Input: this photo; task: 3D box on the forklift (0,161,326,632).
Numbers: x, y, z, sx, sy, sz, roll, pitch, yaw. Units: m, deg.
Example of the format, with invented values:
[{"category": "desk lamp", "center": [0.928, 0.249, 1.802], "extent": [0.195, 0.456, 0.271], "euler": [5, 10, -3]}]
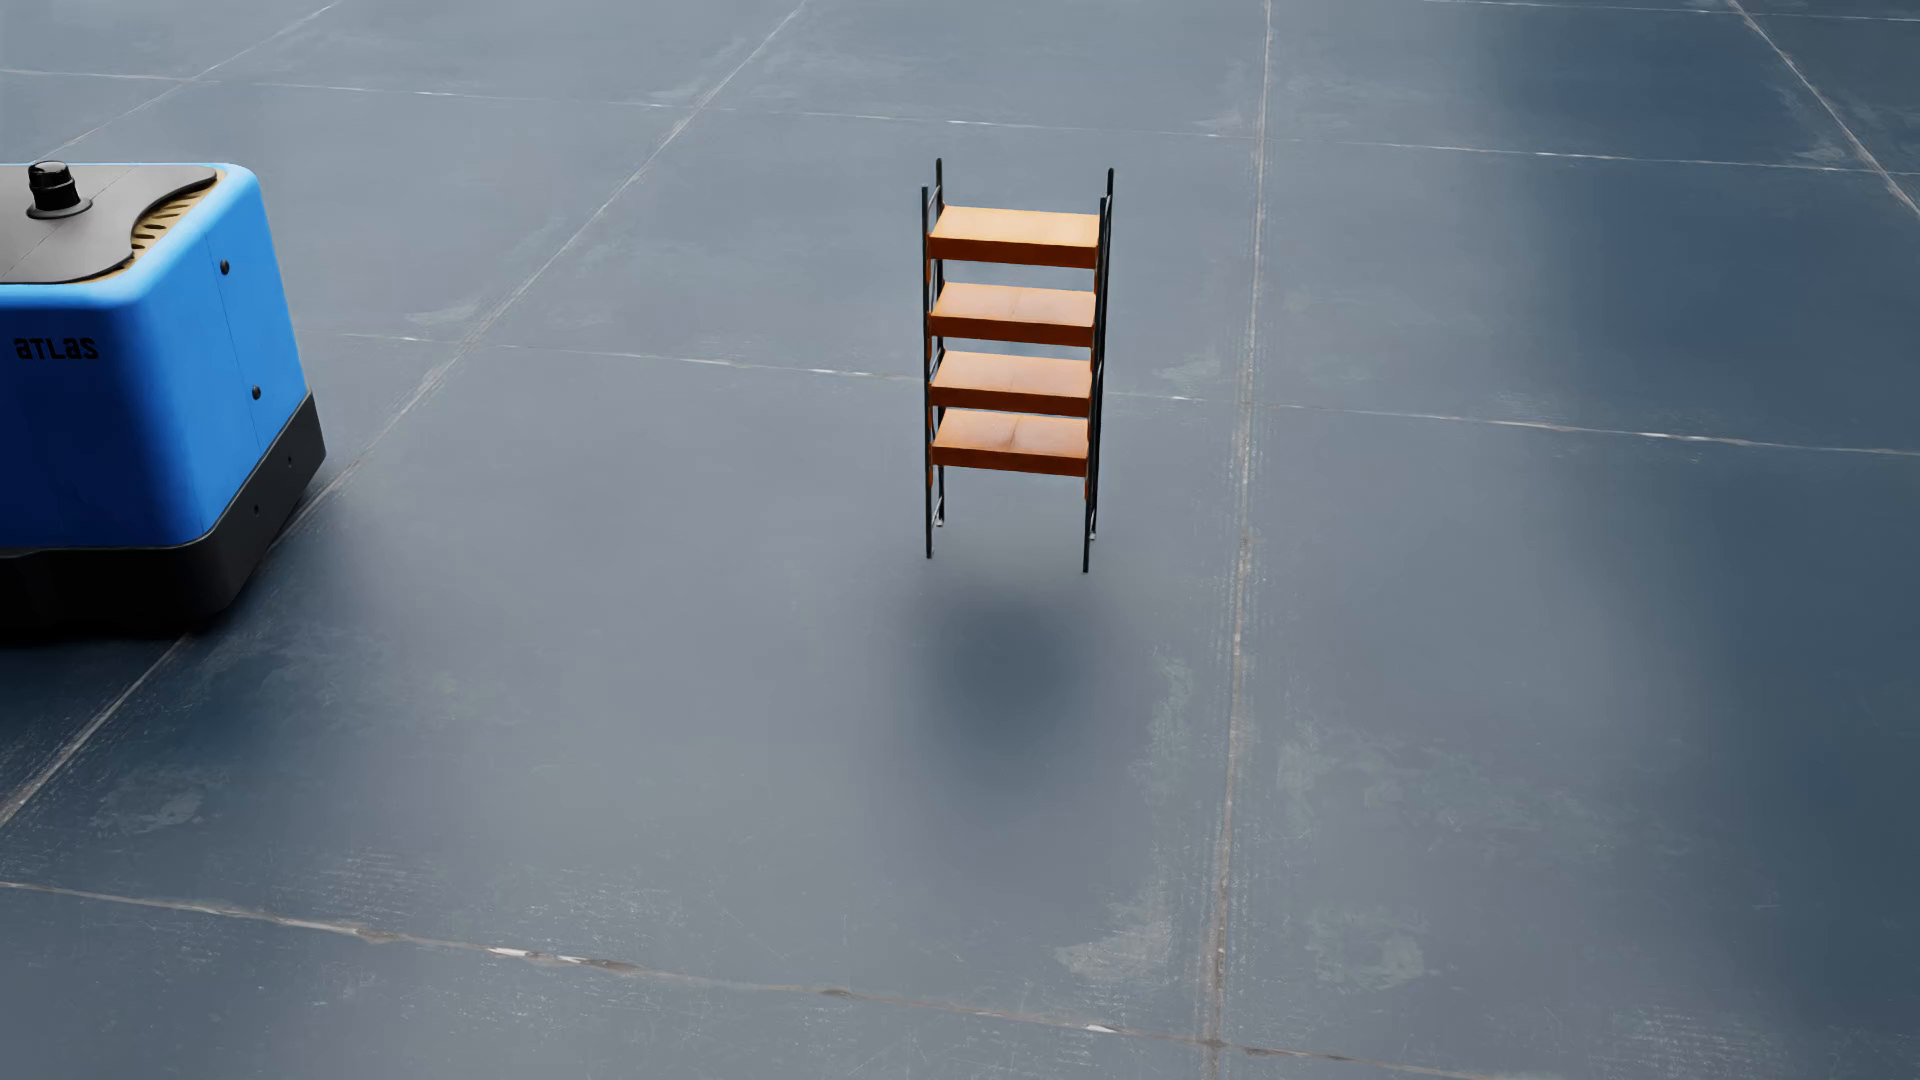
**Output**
[{"category": "forklift", "center": [-3.630, -1.225, 4.444], "extent": [3.031, 2.935, 1.130], "euler": [0, 32, 0]}]

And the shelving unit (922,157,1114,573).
[{"category": "shelving unit", "center": [0.163, -0.494, 4.908], "extent": [0.503, 1.200, 0.258], "euler": [5, 32, 8]}]

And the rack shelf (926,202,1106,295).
[{"category": "rack shelf", "center": [0.163, -0.827, 4.700], "extent": [0.480, 0.148, 0.258], "euler": [5, 32, 8]}]

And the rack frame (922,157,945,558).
[{"category": "rack frame", "center": [-0.077, -0.516, 4.943], "extent": [0.015, 1.200, 0.240], "euler": [5, 32, 8]}]

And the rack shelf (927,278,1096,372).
[{"category": "rack shelf", "center": [0.163, -0.626, 4.825], "extent": [0.480, 0.148, 0.258], "euler": [5, 32, 8]}]

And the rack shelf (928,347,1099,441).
[{"category": "rack shelf", "center": [0.163, -0.437, 4.944], "extent": [0.480, 0.148, 0.258], "euler": [5, 32, 8]}]

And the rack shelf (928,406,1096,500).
[{"category": "rack shelf", "center": [0.163, -0.268, 5.049], "extent": [0.480, 0.148, 0.258], "euler": [5, 32, 8]}]

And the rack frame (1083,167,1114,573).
[{"category": "rack frame", "center": [0.404, -0.472, 4.873], "extent": [0.015, 1.200, 0.240], "euler": [5, 32, 8]}]
